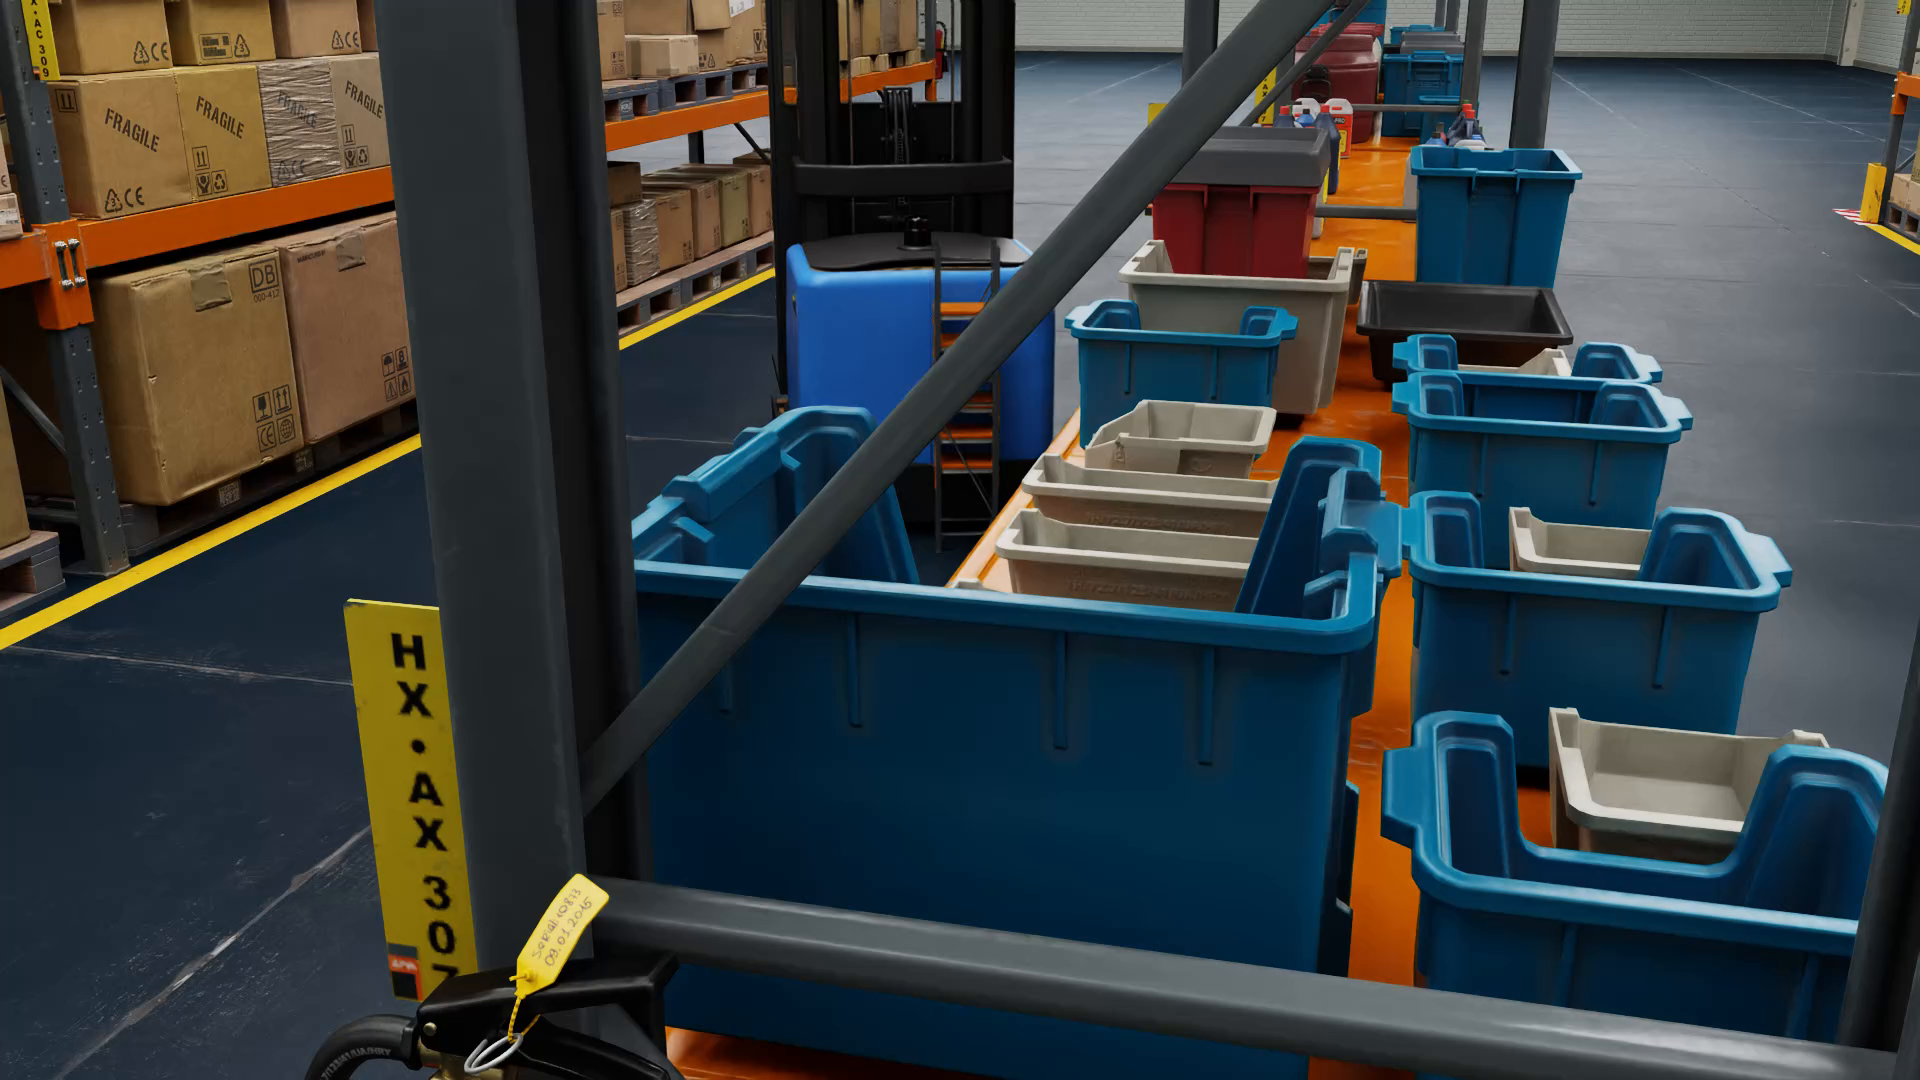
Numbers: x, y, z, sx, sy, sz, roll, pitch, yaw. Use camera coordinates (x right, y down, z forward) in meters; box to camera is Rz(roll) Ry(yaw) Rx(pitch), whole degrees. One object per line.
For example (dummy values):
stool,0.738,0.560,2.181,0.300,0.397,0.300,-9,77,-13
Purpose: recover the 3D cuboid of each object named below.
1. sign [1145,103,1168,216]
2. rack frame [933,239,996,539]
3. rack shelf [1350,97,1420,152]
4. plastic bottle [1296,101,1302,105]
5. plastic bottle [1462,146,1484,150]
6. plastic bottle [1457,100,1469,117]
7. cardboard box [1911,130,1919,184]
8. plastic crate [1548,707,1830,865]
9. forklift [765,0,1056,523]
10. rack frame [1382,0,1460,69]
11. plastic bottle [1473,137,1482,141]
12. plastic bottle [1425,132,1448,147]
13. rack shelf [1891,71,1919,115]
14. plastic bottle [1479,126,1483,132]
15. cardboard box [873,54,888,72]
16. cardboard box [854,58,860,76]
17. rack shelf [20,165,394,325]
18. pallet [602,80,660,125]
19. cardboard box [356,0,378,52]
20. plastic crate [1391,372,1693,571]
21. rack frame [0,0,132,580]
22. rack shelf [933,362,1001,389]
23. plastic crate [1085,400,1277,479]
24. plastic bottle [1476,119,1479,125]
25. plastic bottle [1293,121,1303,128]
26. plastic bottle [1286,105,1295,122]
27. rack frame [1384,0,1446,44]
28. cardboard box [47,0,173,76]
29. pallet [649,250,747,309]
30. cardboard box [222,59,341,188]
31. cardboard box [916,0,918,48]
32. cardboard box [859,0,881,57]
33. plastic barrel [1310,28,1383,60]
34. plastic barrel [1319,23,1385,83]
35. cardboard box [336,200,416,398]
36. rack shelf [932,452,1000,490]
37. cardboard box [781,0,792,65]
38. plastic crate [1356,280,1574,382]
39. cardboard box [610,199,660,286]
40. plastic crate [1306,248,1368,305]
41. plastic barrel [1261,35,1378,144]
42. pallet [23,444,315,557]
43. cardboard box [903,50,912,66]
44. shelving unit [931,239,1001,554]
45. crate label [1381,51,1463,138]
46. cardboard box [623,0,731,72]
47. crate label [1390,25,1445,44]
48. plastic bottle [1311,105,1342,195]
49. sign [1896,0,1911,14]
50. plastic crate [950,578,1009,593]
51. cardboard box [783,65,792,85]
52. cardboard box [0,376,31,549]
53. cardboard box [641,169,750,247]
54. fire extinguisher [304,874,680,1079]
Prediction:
sign,0.597,-1.113,4.879,0.100,0.325,0.005,5,19,13
rack frame,0.019,-0.573,6.509,0.240,1.200,0.006,-1,19,-3
rack shelf,2.596,-2.479,10.417,1.077,0.370,4.000,5,19,13
plastic bottle,1.634,-1.987,8.063,0.097,0.271,0.097,0,19,0
plastic bottle,1.839,-1.285,6.001,0.152,0.276,0.135,5,19,13
plastic bottle,2.423,-1.976,8.014,0.061,0.283,0.133,5,19,13
cardboard box,8.398,-3.252,14.013,0.500,0.500,0.500,5,19,13
plastic crate,0.691,0.266,1.582,0.250,0.136,0.298,5,19,13
forklift,-0.339,-1.877,7.647,1.130,2.935,3.031,-3,19,-8
rack frame,3.085,-3.446,12.136,1.000,3.000,0.127,5,19,13
plastic bottle,1.951,-1.390,6.314,0.097,0.271,0.097,0,19,0
plastic bottle,1.858,-1.462,6.526,0.097,0.271,0.097,0,19,0
rack shelf,8.376,-3.340,12.938,1.077,0.370,4.000,5,19,13
plastic bottle,2.066,-1.519,6.673,0.061,0.283,0.133,5,19,13
cardboard box,-0.875,-4.388,15.282,0.380,0.149,0.250,5,19,13
cardboard box,-1.092,-4.156,14.602,0.380,0.149,0.250,5,19,13
rack shelf,-3.184,-1.616,7.891,1.077,0.370,4.000,5,19,13
pallet,-2.624,-2.724,10.320,1.213,0.211,1.003,5,19,13
cardboard box,-3.051,-2.673,8.167,0.797,0.503,0.637,5,20,15
plastic crate,0.854,-0.098,2.500,0.416,0.233,0.300,5,19,13
rack frame,-3.672,-1.330,5.940,1.000,3.000,0.127,5,19,13
rack shelf,0.023,-0.615,6.398,0.258,0.103,0.180,-1,19,-3
plastic crate,0.360,-0.131,2.747,0.298,0.136,0.250,5,19,13
plastic bottle,2.143,-1.618,6.965,0.061,0.283,0.133,5,19,13
plastic bottle,1.350,-1.589,6.890,0.152,0.276,0.135,5,19,13
plastic bottle,1.499,-1.843,7.625,0.061,0.283,0.133,5,19,13
rack frame,4.062,-4.700,15.806,1.000,3.000,0.127,5,19,13
cardboard box,-3.524,-2.052,6.349,0.797,0.503,0.637,4,19,12
pallet,-2.203,-1.890,11.894,1.003,0.211,1.213,5,19,13
cardboard box,-3.073,-1.816,7.208,0.500,0.500,0.500,4,19,12
cardboard box,-0.902,-5.109,16.389,0.875,0.500,0.500,5,19,13
cardboard box,-1.205,-4.633,14.997,0.875,0.500,0.500,5,19,13
plastic barrel,2.354,-2.862,10.216,0.433,0.535,0.433,0,19,0
plastic barrel,2.639,-3.228,11.286,0.433,0.535,0.433,0,19,0
cardboard box,-3.109,-1.283,8.441,1.225,0.875,0.875,5,19,14
rack shelf,0.023,-0.275,6.515,0.258,0.103,0.180,-1,19,-3
cardboard box,-1.548,-4.161,13.615,0.875,0.500,0.500,5,19,13
plastic crate,1.117,-0.465,3.740,0.437,0.125,0.590,5,19,13
cardboard box,-2.428,-1.995,11.075,0.700,0.500,0.500,3,19,9
plastic crate,0.878,-0.707,4.433,0.396,0.136,0.243,5,19,13
plastic barrel,1.927,-2.426,8.939,0.600,0.536,0.708,5,19,13
pallet,-3.557,-0.258,7.116,1.003,0.211,1.213,5,19,13
cardboard box,-0.683,-4.706,16.212,0.380,0.149,0.250,5,19,13
shelving unit,0.023,-0.544,6.423,0.258,1.200,0.189,-1,19,-3
crate label,2.613,-2.499,9.308,0.502,0.435,0.616,5,19,13
cardboard box,-2.052,-3.534,11.584,0.797,0.503,0.637,7,20,19
crate label,3.875,-4.118,14.049,0.502,0.435,0.616,5,19,13
plastic bottle,1.487,-1.604,6.821,0.144,0.351,0.185,5,19,13
sign,8.328,-4.800,14.639,0.100,0.325,0.005,5,19,13
plastic crate,0.177,0.142,1.947,0.396,0.136,0.243,5,19,13
cardboard box,-1.374,-3.762,13.449,0.380,0.149,0.250,5,19,13
cardboard box,-3.911,-0.322,5.628,0.875,0.875,0.875,5,19,13
cardboard box,-2.024,-2.524,12.622,0.700,0.500,0.500,5,19,13
fire extinguisher,-0.324,0.540,1.163,0.296,0.674,0.183,5,19,13
